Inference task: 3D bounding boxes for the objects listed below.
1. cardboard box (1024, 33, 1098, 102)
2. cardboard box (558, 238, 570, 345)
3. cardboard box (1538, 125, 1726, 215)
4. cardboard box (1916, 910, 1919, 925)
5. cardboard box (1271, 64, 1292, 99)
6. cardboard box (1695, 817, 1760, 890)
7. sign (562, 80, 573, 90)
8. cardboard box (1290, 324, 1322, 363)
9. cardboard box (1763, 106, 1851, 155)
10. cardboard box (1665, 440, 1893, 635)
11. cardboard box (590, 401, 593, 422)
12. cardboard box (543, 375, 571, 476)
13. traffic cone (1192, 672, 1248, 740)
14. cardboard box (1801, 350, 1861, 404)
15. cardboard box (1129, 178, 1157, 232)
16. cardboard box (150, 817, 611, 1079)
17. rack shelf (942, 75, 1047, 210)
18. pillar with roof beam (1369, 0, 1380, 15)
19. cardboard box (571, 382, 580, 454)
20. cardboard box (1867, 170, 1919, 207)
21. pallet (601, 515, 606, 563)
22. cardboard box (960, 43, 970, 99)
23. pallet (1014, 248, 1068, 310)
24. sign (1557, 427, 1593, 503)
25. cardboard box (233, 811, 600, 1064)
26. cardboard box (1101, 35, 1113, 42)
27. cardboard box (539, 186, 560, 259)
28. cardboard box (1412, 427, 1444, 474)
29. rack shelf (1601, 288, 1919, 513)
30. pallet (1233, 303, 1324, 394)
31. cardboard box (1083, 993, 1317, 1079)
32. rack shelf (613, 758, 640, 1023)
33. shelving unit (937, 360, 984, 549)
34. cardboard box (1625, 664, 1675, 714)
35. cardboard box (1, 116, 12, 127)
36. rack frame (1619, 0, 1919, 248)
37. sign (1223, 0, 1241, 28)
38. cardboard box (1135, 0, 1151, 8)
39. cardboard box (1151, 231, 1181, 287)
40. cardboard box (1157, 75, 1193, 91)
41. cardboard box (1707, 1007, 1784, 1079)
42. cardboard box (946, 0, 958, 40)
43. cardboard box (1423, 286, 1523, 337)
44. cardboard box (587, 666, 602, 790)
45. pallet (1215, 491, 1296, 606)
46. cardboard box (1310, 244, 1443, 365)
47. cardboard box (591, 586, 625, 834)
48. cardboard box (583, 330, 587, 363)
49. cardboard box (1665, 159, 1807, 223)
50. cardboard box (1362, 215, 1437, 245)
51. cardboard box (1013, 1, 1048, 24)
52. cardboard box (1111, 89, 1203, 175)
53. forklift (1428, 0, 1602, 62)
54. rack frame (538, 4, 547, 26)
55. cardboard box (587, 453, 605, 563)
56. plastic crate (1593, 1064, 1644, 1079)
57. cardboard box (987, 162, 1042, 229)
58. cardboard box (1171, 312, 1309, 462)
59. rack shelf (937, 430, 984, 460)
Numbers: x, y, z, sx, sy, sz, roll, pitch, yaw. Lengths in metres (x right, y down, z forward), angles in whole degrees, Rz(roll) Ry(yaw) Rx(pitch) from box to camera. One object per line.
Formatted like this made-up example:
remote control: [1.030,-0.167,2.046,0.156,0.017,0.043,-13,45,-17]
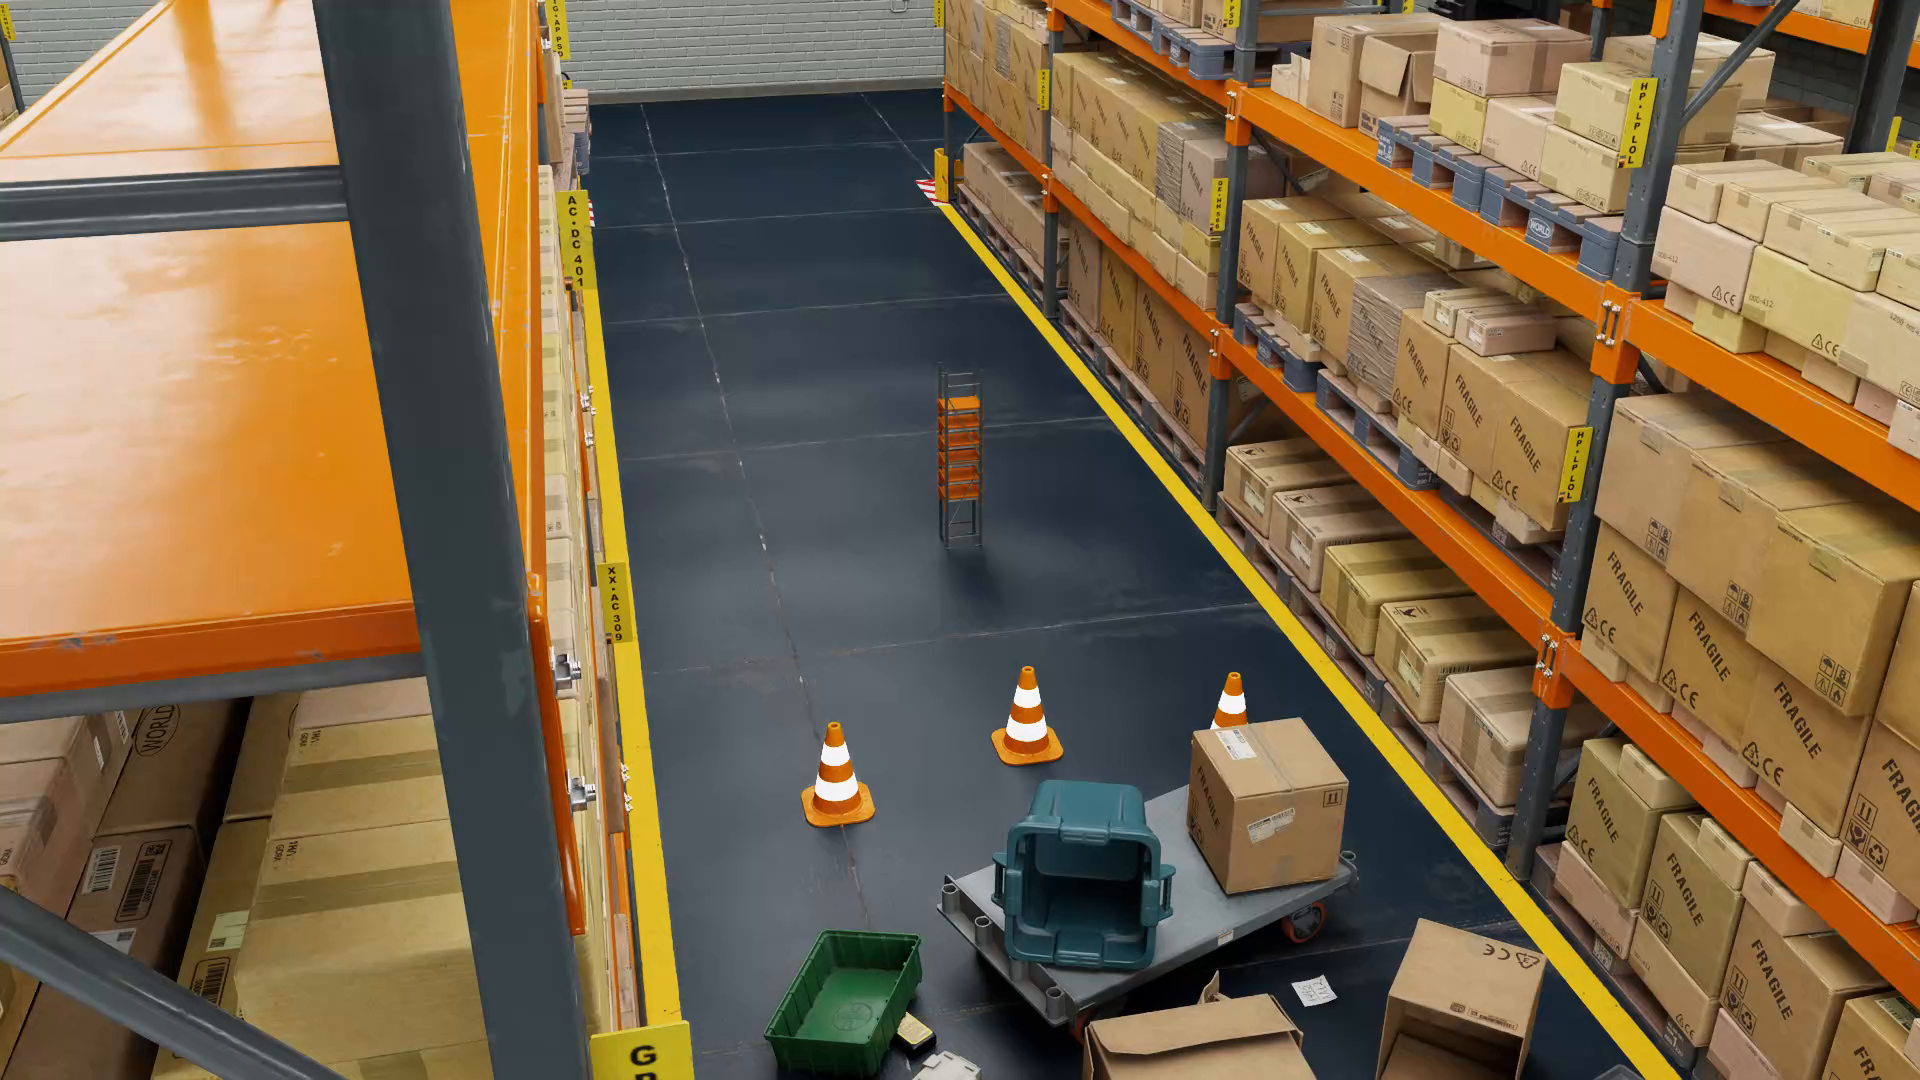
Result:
cardboard box: [0.852,-4.025,14.174,0.500,0.500,0.500,-6,27,-12]
cardboard box: [-1.408,-0.743,4.823,0.500,0.250,0.500,-6,27,-12]
cardboard box: [2.758,-1.544,6.851,0.500,0.250,0.500,-6,28,-13]
cardboard box: [3.314,1.210,5.302,0.380,0.149,0.250,-6,27,-12]
cardboard box: [2.035,-2.670,9.661,0.380,0.149,0.250,-6,27,-12]
cardboard box: [2.988,1.146,6.184,0.380,0.149,0.250,-5,27,-10]
sign: [-3.032,-3.382,12.837,0.100,0.325,0.005,-6,27,-12]
cardboard box: [2.111,-1.137,9.487,0.380,0.149,0.250,-6,27,-11]
cardboard box: [6.416,-3.036,12.855,0.797,0.503,0.637,-7,28,-13]
cardboard box: [3.012,-0.025,5.919,0.700,0.500,0.500,-6,27,-11]
cardboard box: [-2.933,-1.129,11.966,0.500,0.500,0.500,-7,28,-13]
cardboard box: [-0.976,-0.204,3.313,0.380,0.149,0.250,-6,27,-11]
traffic cone: [1.387,0.888,8.478,0.336,0.463,0.334,-6,27,-12]
cardboard box: [3.048,-0.576,5.511,0.380,0.149,0.250,-5,27,-10]
cardboard box: [1.518,-2.389,11.766,0.500,0.250,0.500,-7,28,-13]
cardboard box: [-0.726,0.586,2.191,0.500,0.250,0.500,-6,27,-12]
rack shelf: [0.777,-3.911,15.969,1.077,0.370,4.000,-6,27,-12]
pillar with roof beam: [1.238,-9.132,18.857,9.100,9.000,0.400,-6,27,-12]
cardboard box: [-1.201,-0.291,4.370,0.380,0.149,0.250,-6,27,-11]
cardboard box: [3.448,-1.202,5.868,0.380,0.149,0.250,-7,28,-13]
pallet: [-2.845,-0.150,10.813,1.003,0.211,1.213,-6,27,-12]
cardboard box: [0.296,-4.696,16.614,0.500,0.500,0.500,-6,27,-12]
pallet: [1.133,-2.451,15.373,1.003,0.211,1.213,-6,27,-12]
sign: [2.491,-0.302,6.733,0.100,0.325,0.005,-6,27,-12]
cardboard box: [-0.633,0.467,1.984,0.380,0.149,0.250,-6,27,-11]
cardboard box: [1.409,-4.300,14.000,0.380,0.149,0.250,-6,27,-12]
cardboard box: [-1.319,-0.871,4.635,0.380,0.149,0.250,-6,27,-12]
cardboard box: [2.450,-0.454,8.134,0.380,0.149,0.250,-6,27,-11]
rack shelf: [3.481,0.018,4.856,1.077,0.370,4.000,-6,27,-12]
pallet: [2.394,-1.211,10.033,1.213,0.211,1.003,-6,27,-12]
cardboard box: [0.851,2.044,5.992,0.797,0.637,0.503,-6,27,-12]
rack shelf: [-1.319,1.904,4.448,1.077,0.370,4.000,-6,27,-12]
shelving unit: [0.003,-0.529,10.467,0.258,1.200,0.189,-6,27,-12]
cardboard box: [2.897,0.546,6.618,0.380,0.149,0.250,-5,27,-10]
cardboard box: [-8.867,-3.755,15.140,0.380,0.149,0.250,-6,27,-11]
rack frame: [3.031,-2.521,5.757,1.000,3.000,0.127,-6,27,-12]
sign: [1.587,-3.151,9.673,0.100,0.325,0.005,-6,27,-12]
cardboard box: [1.450,-3.914,11.270,0.500,0.500,0.500,-6,27,-11]
cardboard box: [1.632,-1.950,11.451,0.500,0.250,0.500,-5,27,-11]
cardboard box: [1.792,-3.224,12.588,0.500,0.500,0.500,-5,27,-10]
cardboard box: [3.154,1.950,6.144,0.500,0.250,0.500,-6,27,-12]
cardboard box: [0.157,-5.362,16.824,0.500,0.500,0.500,-7,28,-13]
cardboard box: [2.454,-1.096,7.965,0.380,0.149,0.250,-7,28,-14]
cardboard box: [-0.861,0.375,3.051,0.380,0.149,0.250,-6,27,-11]
pallet: [2.304,-0.011,10.537,1.003,0.211,1.213,-6,27,-12]
cardboard box: [2.256,-1.282,9.054,0.500,0.500,0.500,-5,27,-11]
cardboard box: [-1.482,0.551,4.965,0.875,0.550,0.550,-6,27,-12]
cardboard box: [-2.804,-1.226,11.327,0.500,0.250,0.500,-6,27,-11]
cardboard box: [2.784,-1.254,5.971,0.380,0.149,0.250,-6,27,-13]
cardboard box: [2.630,-1.566,9.617,0.500,0.500,0.500,-6,27,-12]
cardboard box: [0.682,-4.691,14.774,0.380,0.149,0.250,-6,27,-12]
cardboard box: [1.422,-2.956,12.057,0.500,0.500,0.500,-6,27,-12]
forklift: [4.149,-2.575,12.598,1.130,2.935,3.031,-6,27,-12]
rack frame: [-2.671,-3.730,8.153,1.000,3.000,0.127,-6,27,-12]
cardboard box: [-1.850,-0.040,7.389,0.500,0.500,0.500,-6,27,-12]
plastic crate: [2.586,2.233,6.237,0.402,0.080,0.583,-16,31,-29]
cardboard box: [0.787,-3.474,16.681,0.875,0.438,0.875,-5,27,-10]
cardboard box: [2.055,-1.149,11.590,0.875,0.875,0.875,-6,27,-12]
rack shelf: [0.003,-0.597,10.433,0.258,0.103,0.180,-6,27,-12]
